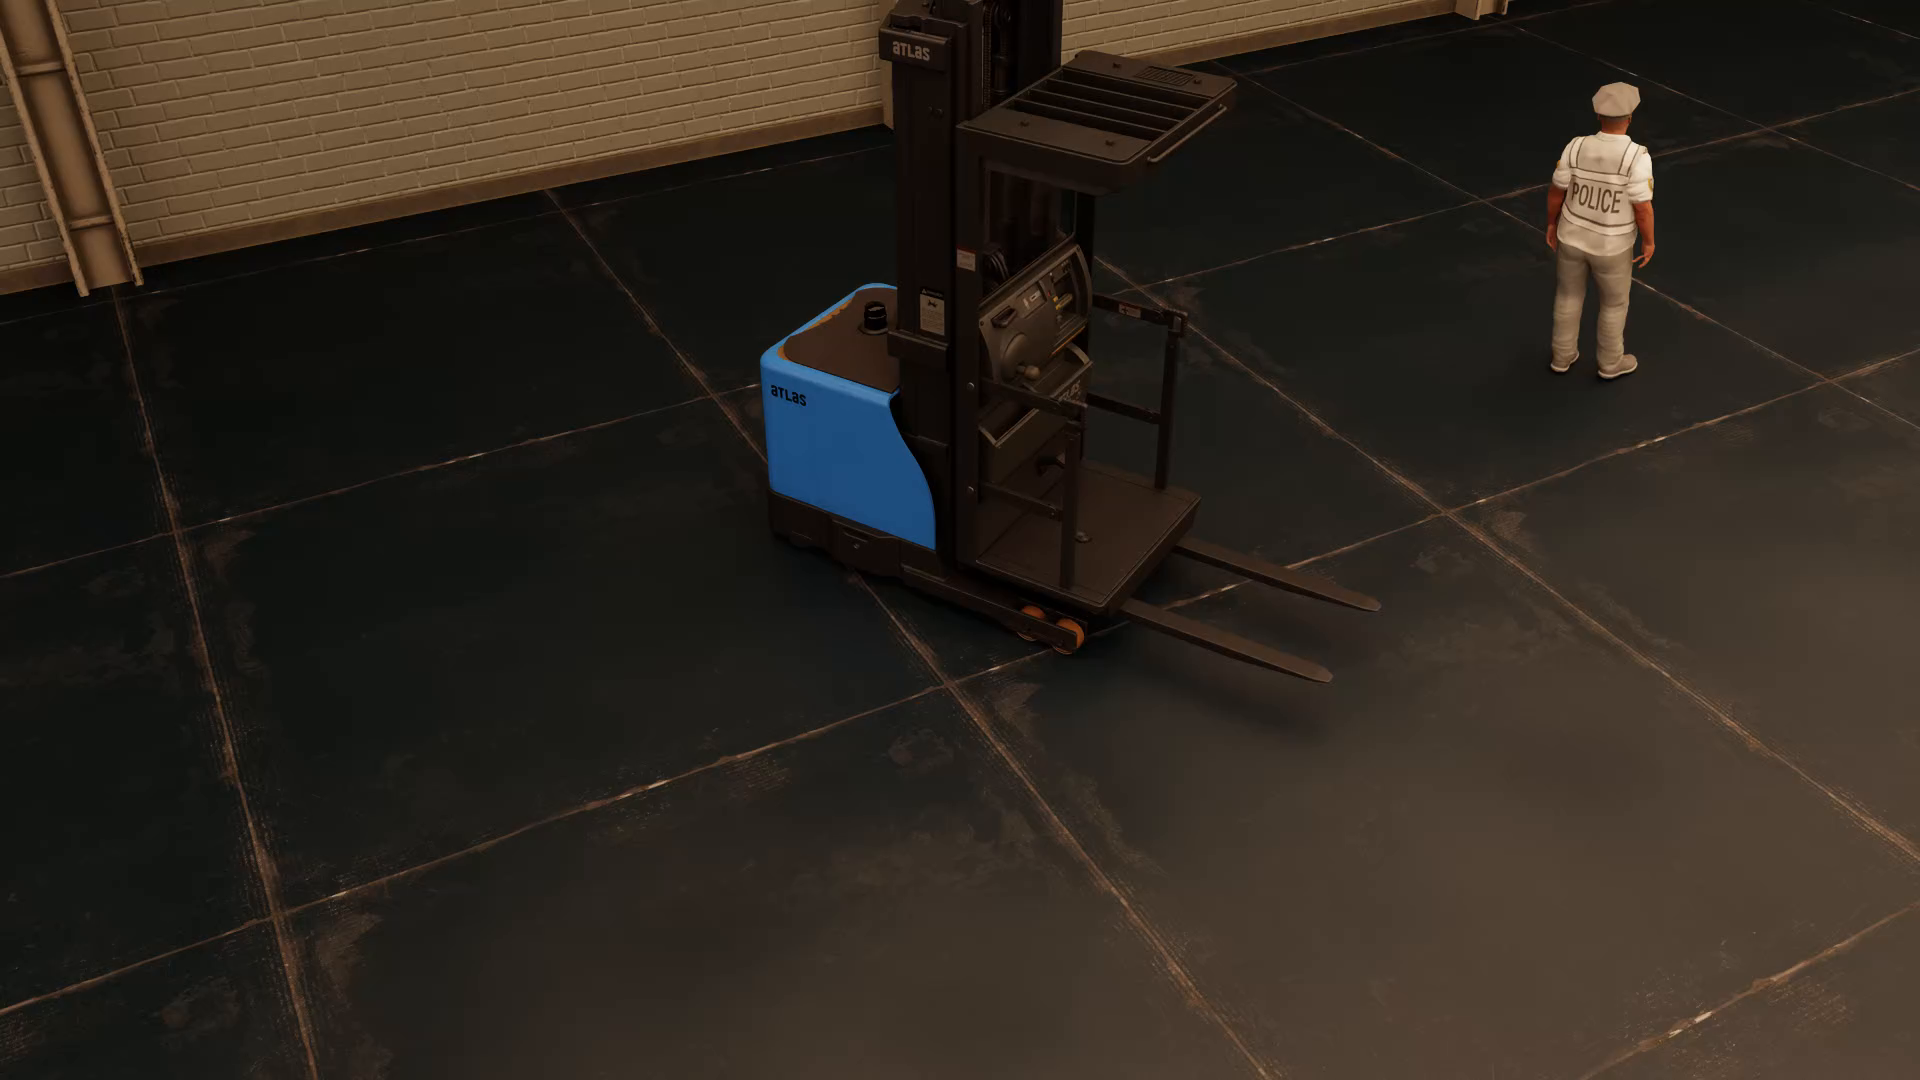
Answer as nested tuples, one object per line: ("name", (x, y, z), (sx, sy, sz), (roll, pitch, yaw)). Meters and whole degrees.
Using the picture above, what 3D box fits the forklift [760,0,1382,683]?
("forklift", (0.530, -1.007, 7.547), (3.031, 2.935, 1.130), (20, 40, 26))

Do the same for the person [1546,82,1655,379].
("person", (3.729, -1.786, 9.634), (0.640, 1.781, 0.576), (26, 43, 32))
